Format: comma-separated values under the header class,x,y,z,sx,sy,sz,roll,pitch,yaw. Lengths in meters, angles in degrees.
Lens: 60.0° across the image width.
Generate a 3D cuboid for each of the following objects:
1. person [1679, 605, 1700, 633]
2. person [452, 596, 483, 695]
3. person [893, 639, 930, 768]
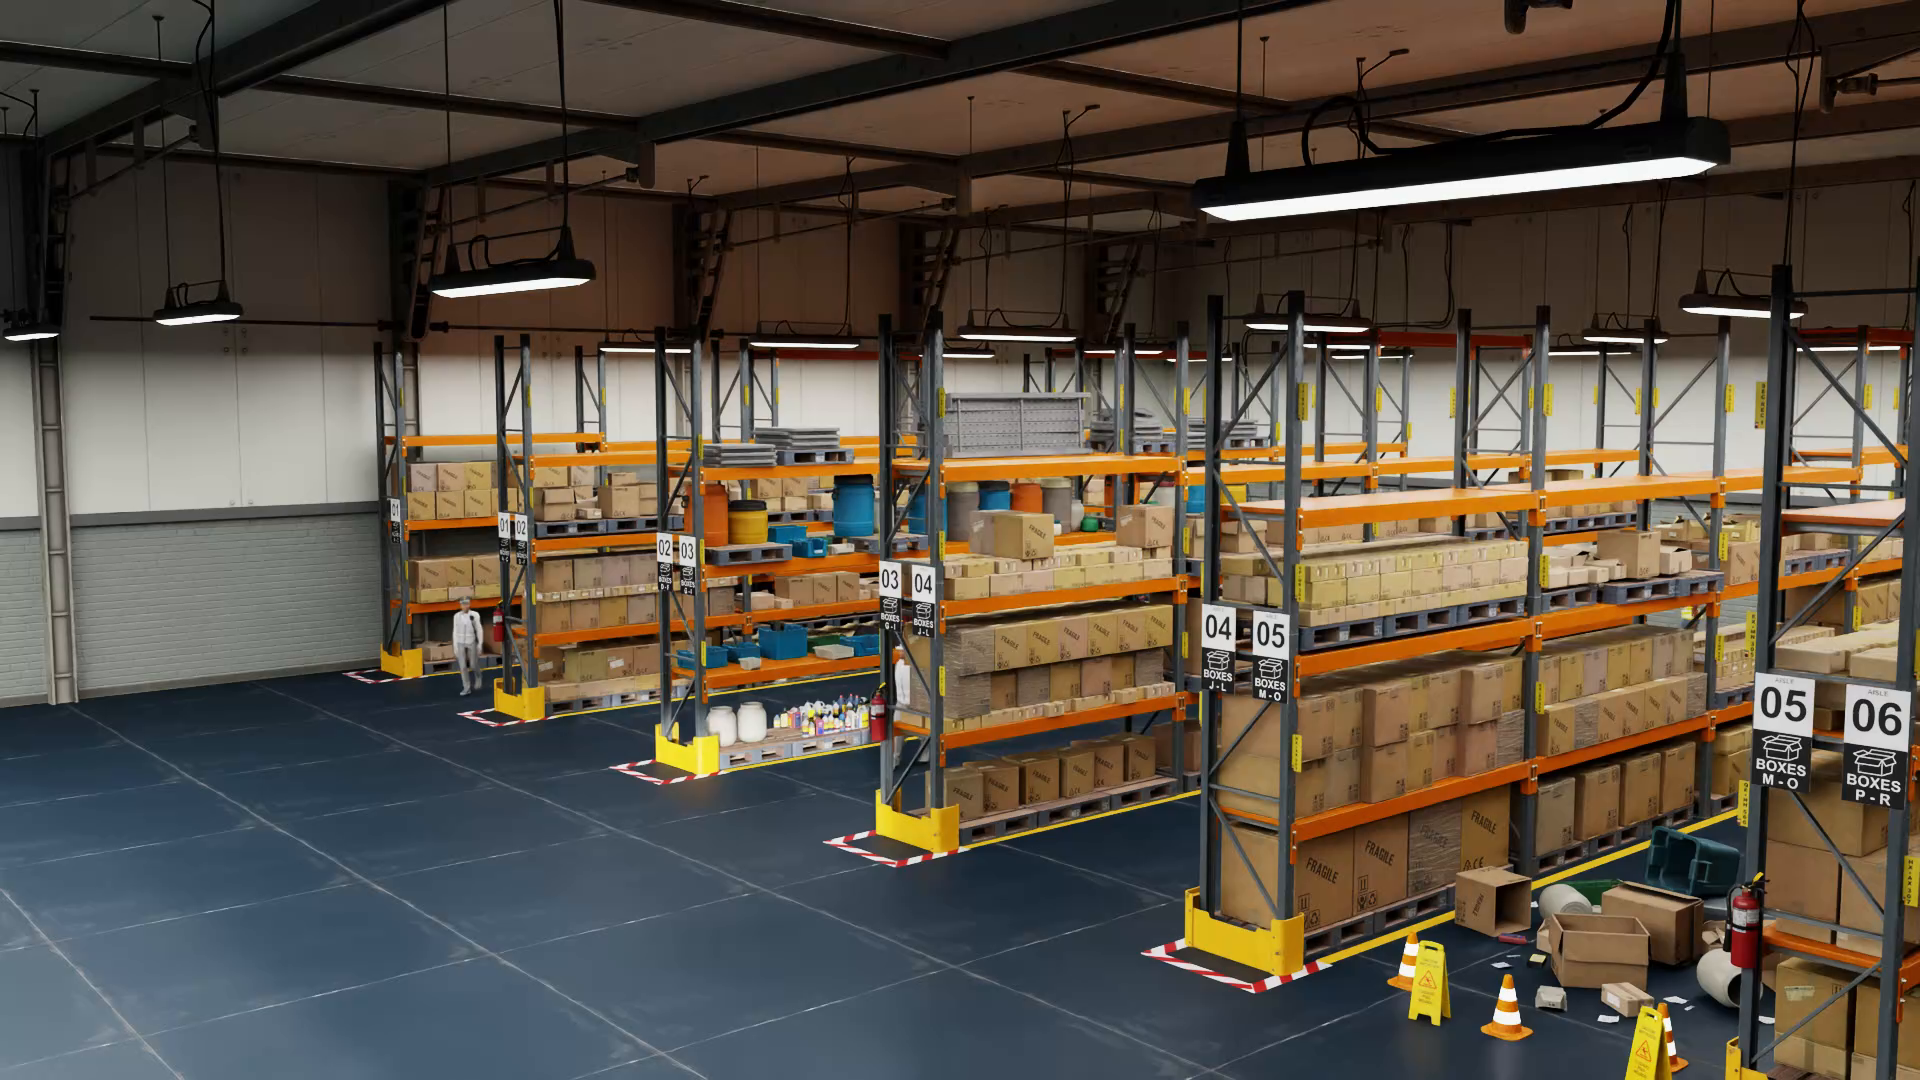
class,x,y,z,sx,sy,sz,roll,pitch,yaw
person,13.674,1.480,30.948,0.881,1.739,0.553,3,6,30
person,-8.305,1.754,28.098,0.479,1.674,0.560,0,5,3
person,-0.718,2.216,22.700,0.599,1.741,0.888,4,7,39
